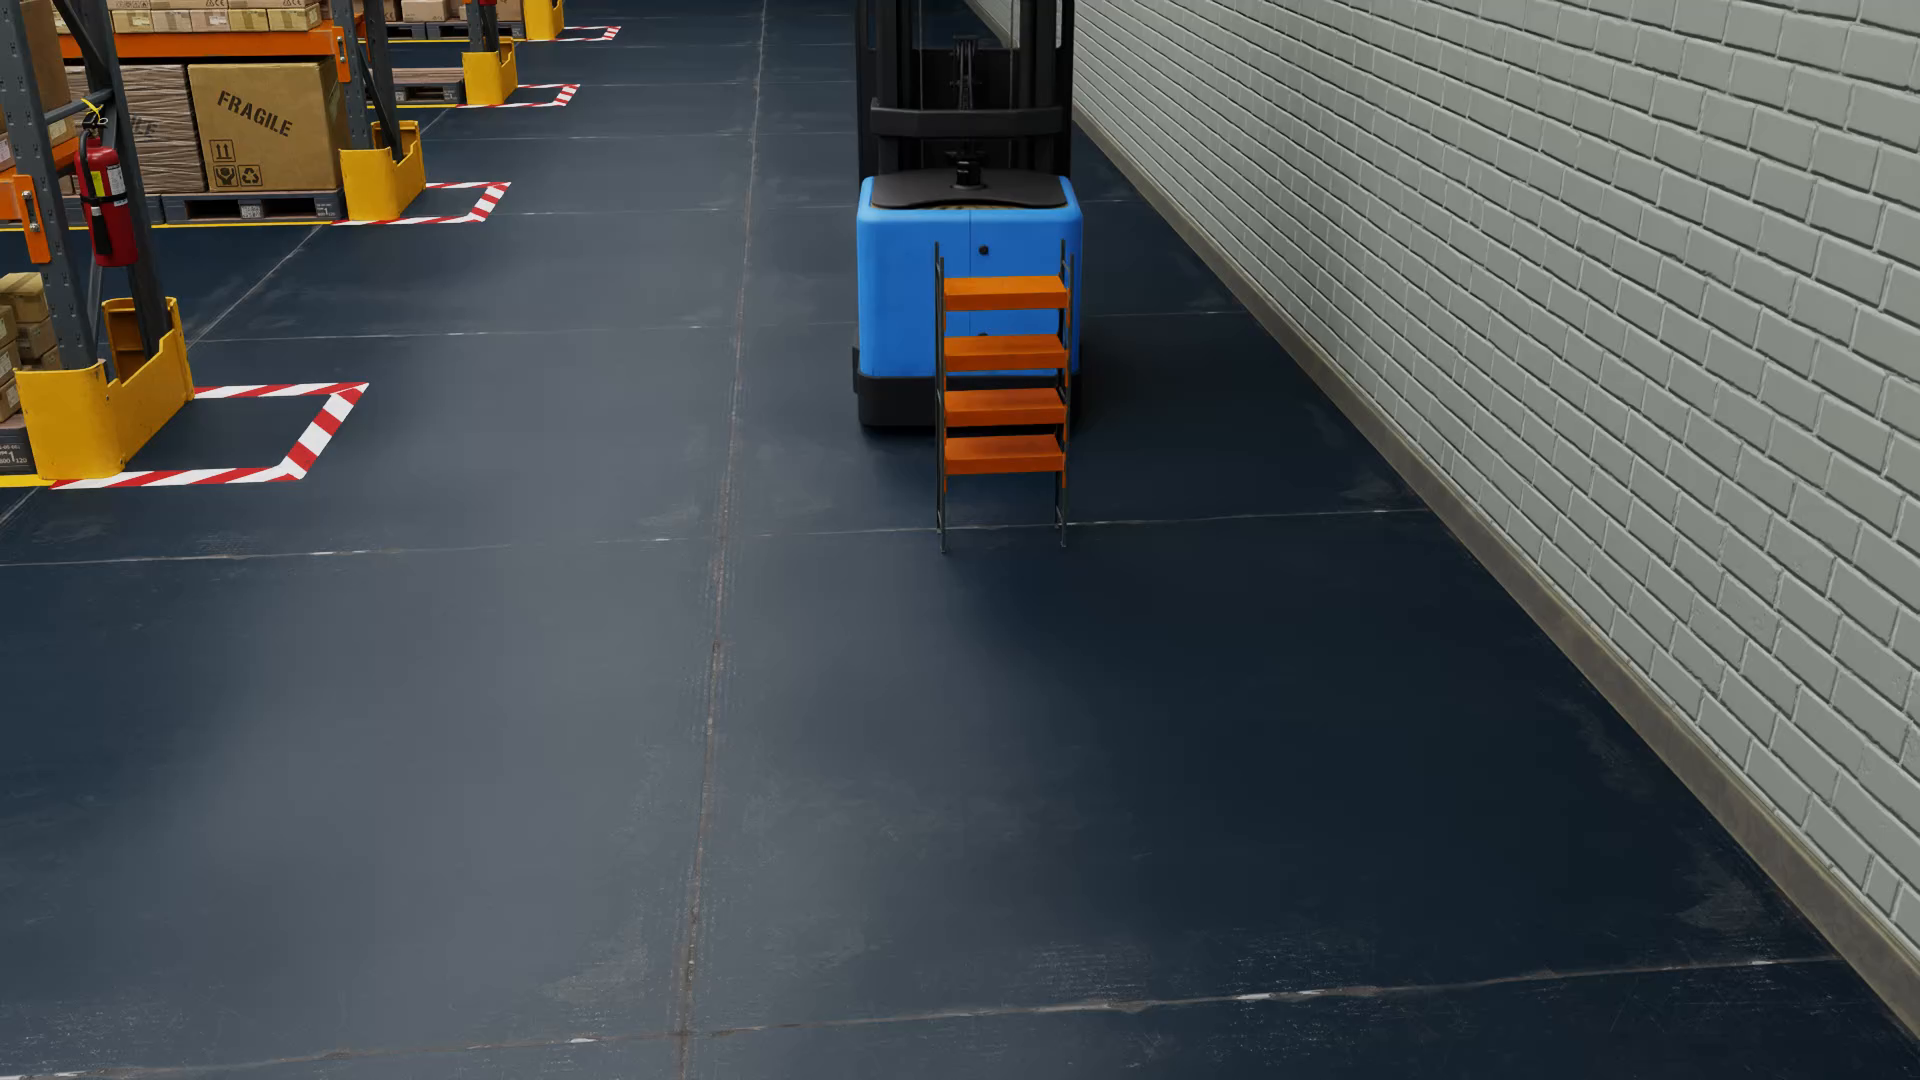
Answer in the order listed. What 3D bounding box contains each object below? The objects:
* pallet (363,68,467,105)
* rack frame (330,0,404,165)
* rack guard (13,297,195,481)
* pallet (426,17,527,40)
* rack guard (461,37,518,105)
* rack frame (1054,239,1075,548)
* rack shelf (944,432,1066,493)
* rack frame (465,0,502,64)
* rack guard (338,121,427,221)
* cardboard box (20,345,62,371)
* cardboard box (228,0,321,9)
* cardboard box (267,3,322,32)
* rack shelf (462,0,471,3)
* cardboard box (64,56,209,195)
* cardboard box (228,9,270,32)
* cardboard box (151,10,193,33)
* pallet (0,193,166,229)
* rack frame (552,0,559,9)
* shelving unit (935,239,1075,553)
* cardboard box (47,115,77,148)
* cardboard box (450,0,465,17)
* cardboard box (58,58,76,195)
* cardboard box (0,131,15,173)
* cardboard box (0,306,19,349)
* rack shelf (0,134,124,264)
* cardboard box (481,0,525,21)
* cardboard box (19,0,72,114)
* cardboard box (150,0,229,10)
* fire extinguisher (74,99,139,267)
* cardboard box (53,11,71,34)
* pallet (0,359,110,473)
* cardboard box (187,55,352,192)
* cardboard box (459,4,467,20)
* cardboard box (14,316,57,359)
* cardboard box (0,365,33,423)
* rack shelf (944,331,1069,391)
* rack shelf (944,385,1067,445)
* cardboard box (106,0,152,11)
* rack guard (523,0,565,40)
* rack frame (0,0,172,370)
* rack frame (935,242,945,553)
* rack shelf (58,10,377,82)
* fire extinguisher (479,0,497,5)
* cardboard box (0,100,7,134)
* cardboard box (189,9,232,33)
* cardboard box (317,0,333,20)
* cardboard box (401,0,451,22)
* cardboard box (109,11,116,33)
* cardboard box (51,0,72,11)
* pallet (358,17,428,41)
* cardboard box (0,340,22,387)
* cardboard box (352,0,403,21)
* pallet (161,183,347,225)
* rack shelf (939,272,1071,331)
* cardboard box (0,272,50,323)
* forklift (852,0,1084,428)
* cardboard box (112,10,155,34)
[{"bbox_3d":[-5.595,-4.596,16.830,1.213,0.211,1.003,-2,24,-5],"label":"pallet"},{"bbox_3d":[-4.283,-3.886,11.799,0.127,3.000,1.000,-2,24,-5],"label":"rack frame"},{"bbox_3d":[-3.972,-0.731,7.780,0.348,0.500,1.175,-2,24,-5],"label":"rack guard"},{"bbox_3d":[-6.122,-6.580,21.295,1.213,0.211,1.003,-2,24,-5],"label":"pallet"},{"bbox_3d":[-4.747,-4.751,16.824,0.348,0.500,1.175,-2,24,-5],"label":"rack guard"},{"bbox_3d":[0.408,-0.565,6.543,0.015,1.200,0.240,-2,24,-5],"label":"rack frame"},{"bbox_3d":[0.165,-0.312,6.629,0.480,0.148,0.258,-2,24,-5],"label":"rack shelf"},{"bbox_3d":[-4.770,-5.888,16.303,0.127,3.000,1.000,-2,24,-5],"label":"rack frame"},{"bbox_3d":[-4.259,-2.744,12.309,0.348,0.500,1.175,-2,24,-5],"label":"rack guard"},{"bbox_3d":[-4.449,-0.874,8.017,0.250,0.149,0.380,-2,24,-4],"label":"cardboard box"},{"bbox_3d":[-4.739,-3.826,11.484,0.500,0.250,0.500,-3,24,-6],"label":"cardboard box"},{"bbox_3d":[-4.605,-3.623,11.518,0.250,0.149,0.380,-2,24,-4],"label":"cardboard box"},{"bbox_3d":[-6.760,-5.479,16.269,4.000,0.370,1.077,-2,24,-5],"label":"rack shelf"},{"bbox_3d":[-5.818,-3.012,11.933,0.875,0.875,0.875,-2,24,-5],"label":"cardboard box"},{"bbox_3d":[-4.864,-3.612,11.493,0.250,0.149,0.380,-2,24,-5],"label":"cardboard box"},{"bbox_3d":[-5.363,-3.593,11.450,0.250,0.149,0.380,-2,24,-4],"label":"cardboard box"},{"bbox_3d":[-6.283,-2.500,12.115,1.213,0.211,1.003,-2,24,-5],"label":"pallet"},{"bbox_3d":[-5.253,-7.890,20.808,0.127,3.000,1.000,-2,24,-5],"label":"rack frame"},{"bbox_3d":[0.165,-0.555,6.521,0.503,1.200,0.258,-2,24,-5],"label":"shelving unit"},{"bbox_3d":[-4.251,-1.881,7.599,0.250,0.149,0.380,-2,24,-6],"label":"cardboard box"},{"bbox_3d":[-6.320,-6.907,21.441,0.500,0.250,0.500,-2,24,-5],"label":"cardboard box"},{"bbox_3d":[-6.704,-2.977,11.853,0.875,0.875,0.875,-2,24,-5],"label":"cardboard box"},{"bbox_3d":[-4.193,-1.635,7.044,0.250,0.149,0.380,-2,24,-5],"label":"cardboard box"},{"bbox_3d":[-4.398,-0.914,7.374,0.250,0.149,0.380,-2,24,-5],"label":"cardboard box"},{"bbox_3d":[-5.887,-1.468,7.246,4.000,0.370,1.077,-2,24,-5],"label":"rack shelf"},{"bbox_3d":[-5.770,-6.827,20.953,0.500,0.500,0.500,-2,24,-5],"label":"cardboard box"},{"bbox_3d":[-4.370,-2.152,7.409,0.500,0.500,0.500,-1,24,-3],"label":"cardboard box"},{"bbox_3d":[-5.244,-3.806,11.439,0.500,0.250,0.500,-3,24,-6],"label":"cardboard box"},{"bbox_3d":[-3.600,-1.494,6.974,0.183,0.674,0.296,-2,24,-5],"label":"fire extinguisher"},{"bbox_3d":[-6.126,-3.563,11.381,0.250,0.149,0.380,-2,24,-4],"label":"cardboard box"},{"bbox_3d":[-4.784,-0.581,7.798,1.213,0.211,1.003,-2,24,-5],"label":"pallet"},{"bbox_3d":[-4.912,-3.049,12.015,0.875,0.875,0.875,-2,24,-5],"label":"cardboard box"},{"bbox_3d":[-6.182,-6.695,21.066,0.250,0.166,0.380,-2,24,-5],"label":"cardboard box"},{"bbox_3d":[-4.443,-0.985,7.899,0.250,0.149,0.380,-1,24,-3],"label":"cardboard box"},{"bbox_3d":[-4.400,-0.661,7.536,0.250,0.149,0.380,-2,24,-4],"label":"cardboard box"},{"bbox_3d":[0.165,-0.698,6.458,0.480,0.148,0.258,-2,24,-5],"label":"rack shelf"},{"bbox_3d":[0.165,-0.493,6.548,0.480,0.148,0.258,-2,24,-5],"label":"rack shelf"},{"bbox_3d":[-5.751,-3.786,11.393,0.500,0.250,0.500,-3,24,-7],"label":"cardboard box"},{"bbox_3d":[-5.329,-6.745,21.309,0.348,0.500,1.175,-2,24,-5],"label":"rack guard"},{"bbox_3d":[-3.896,-1.877,7.279,0.127,3.000,1.000,-2,24,-5],"label":"rack frame"},{"bbox_3d":[-0.078,-0.545,6.499,0.015,1.200,0.240,-2,24,-5],"label":"rack frame"},{"bbox_3d":[-6.274,-3.477,11.765,4.000,0.370,1.077,-2,24,-5],"label":"rack shelf"},{"bbox_3d":[-4.575,-5.504,15.995,0.183,0.674,0.296,-2,24,-5],"label":"fire extinguisher"},{"bbox_3d":[-4.318,-1.936,6.924,0.500,0.500,0.500,-2,24,-4],"label":"cardboard box"},{"bbox_3d":[-5.115,-3.603,11.472,0.250,0.149,0.380,-2,24,-5],"label":"cardboard box"},{"bbox_3d":[-4.669,-3.890,12.118,0.250,0.149,0.380,-2,24,-5],"label":"cardboard box"},{"bbox_3d":[-6.718,-6.687,20.946,0.500,0.250,0.500,-2,24,-5],"label":"cardboard box"},{"bbox_3d":[-5.880,-3.571,11.401,0.250,0.149,0.380,-2,24,-5],"label":"cardboard box"},{"bbox_3d":[-6.269,-3.763,11.342,0.500,0.250,0.500,-2,24,-5],"label":"cardboard box"},{"bbox_3d":[-7.333,-6.533,21.188,1.213,0.211,1.003,-2,24,-5],"label":"pallet"},{"bbox_3d":[-4.393,-0.765,7.406,0.250,0.149,0.380,-3,24,-7],"label":"cardboard box"},{"bbox_3d":[-7.365,-6.867,21.039,0.637,0.503,0.797,-2,24,-5],"label":"cardboard box"},{"bbox_3d":[-5.071,-2.548,12.222,1.213,0.211,1.003,-2,24,-5],"label":"pallet"},{"bbox_3d":[0.165,-0.914,6.362,0.480,0.148,0.258,-2,24,-5],"label":"rack shelf"},{"bbox_3d":[-4.451,-1.154,7.914,0.250,0.149,0.380,-3,24,-8],"label":"cardboard box"},{"bbox_3d":[0.018,-2.411,8.566,1.130,2.935,3.031,0,24,-1],"label":"forklift"},{"bbox_3d":[-5.621,-3.582,11.425,0.250,0.149,0.380,-3,24,-6],"label":"cardboard box"}]
